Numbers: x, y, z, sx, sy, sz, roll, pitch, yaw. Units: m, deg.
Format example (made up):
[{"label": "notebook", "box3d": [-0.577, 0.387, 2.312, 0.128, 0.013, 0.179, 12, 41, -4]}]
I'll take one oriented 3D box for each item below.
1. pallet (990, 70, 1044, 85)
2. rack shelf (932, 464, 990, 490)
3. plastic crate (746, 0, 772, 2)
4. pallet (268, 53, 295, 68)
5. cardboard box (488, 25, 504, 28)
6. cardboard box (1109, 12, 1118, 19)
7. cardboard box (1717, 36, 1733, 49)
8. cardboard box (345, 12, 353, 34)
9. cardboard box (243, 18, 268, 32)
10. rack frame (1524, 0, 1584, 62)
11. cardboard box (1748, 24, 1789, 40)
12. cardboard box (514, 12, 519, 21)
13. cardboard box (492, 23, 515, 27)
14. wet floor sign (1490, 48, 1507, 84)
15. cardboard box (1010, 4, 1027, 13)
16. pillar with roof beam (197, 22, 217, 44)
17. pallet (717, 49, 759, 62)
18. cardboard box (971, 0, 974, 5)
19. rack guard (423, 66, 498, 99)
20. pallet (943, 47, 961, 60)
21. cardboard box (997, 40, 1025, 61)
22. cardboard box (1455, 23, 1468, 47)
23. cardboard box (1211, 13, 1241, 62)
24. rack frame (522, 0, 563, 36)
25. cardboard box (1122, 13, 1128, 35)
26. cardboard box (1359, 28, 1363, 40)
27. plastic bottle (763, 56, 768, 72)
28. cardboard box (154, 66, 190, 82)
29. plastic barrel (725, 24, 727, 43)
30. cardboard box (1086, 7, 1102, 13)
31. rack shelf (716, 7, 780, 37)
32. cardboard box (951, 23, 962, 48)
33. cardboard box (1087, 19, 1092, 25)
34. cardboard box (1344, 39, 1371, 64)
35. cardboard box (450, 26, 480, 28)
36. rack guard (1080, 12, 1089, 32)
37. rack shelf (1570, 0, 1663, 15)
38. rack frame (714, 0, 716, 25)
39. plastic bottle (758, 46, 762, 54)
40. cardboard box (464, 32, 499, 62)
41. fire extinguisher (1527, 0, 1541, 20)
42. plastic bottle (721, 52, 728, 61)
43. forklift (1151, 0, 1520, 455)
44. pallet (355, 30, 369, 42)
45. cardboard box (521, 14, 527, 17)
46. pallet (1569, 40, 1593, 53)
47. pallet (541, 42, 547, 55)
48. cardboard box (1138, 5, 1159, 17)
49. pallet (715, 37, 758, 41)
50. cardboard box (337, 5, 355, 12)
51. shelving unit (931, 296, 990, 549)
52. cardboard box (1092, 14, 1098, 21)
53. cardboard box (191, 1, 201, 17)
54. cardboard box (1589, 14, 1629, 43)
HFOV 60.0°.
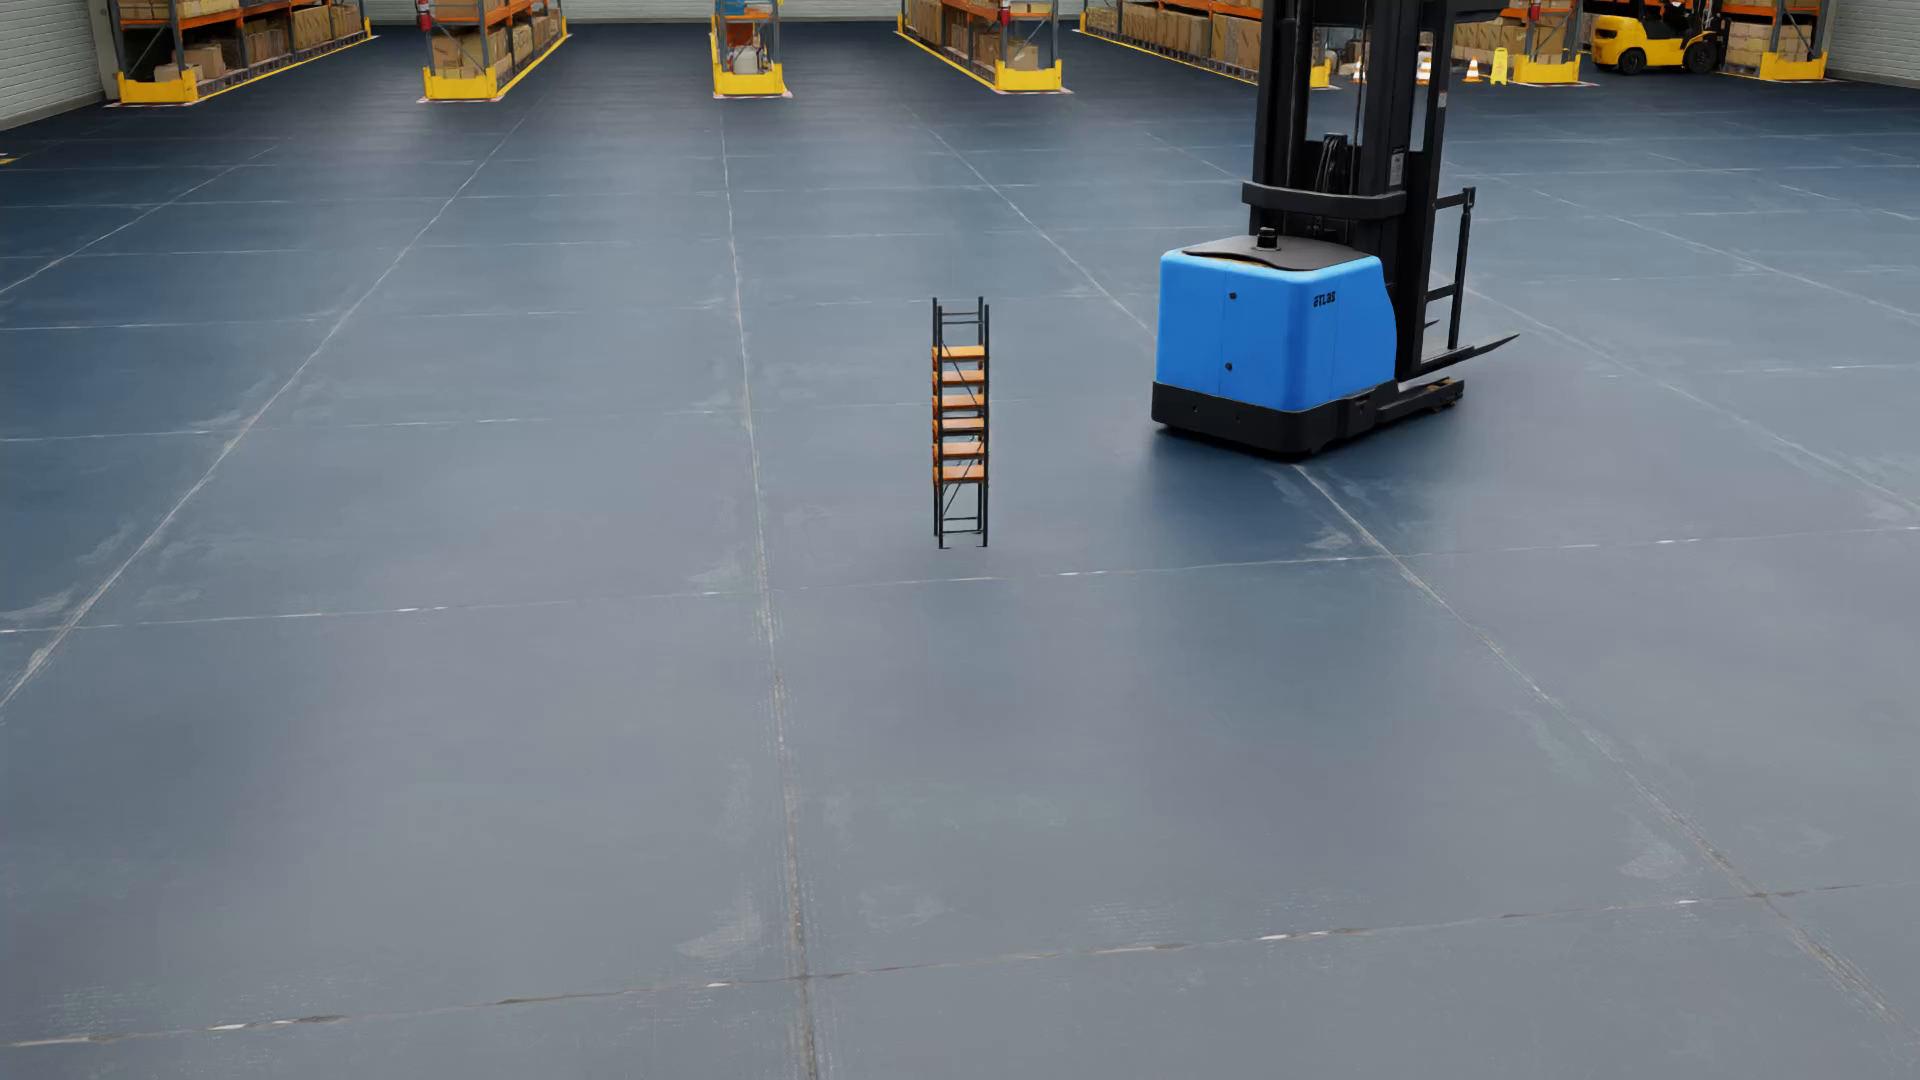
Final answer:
[{"label": "pallet", "box3d": [1.146, -8.526, 30.742, 1.003, 0.211, 1.213, -3, 21, -8]}, {"label": "rack shelf", "box3d": [0.002, -0.291, 8.092, 0.258, 0.103, 0.180, -3, 21, -8]}, {"label": "plastic crate", "box3d": [-3.810, -10.219, 31.502, 0.499, 0.251, 0.616, -3, 21, -8]}, {"label": "pallet", "box3d": [-14.508, -9.966, 34.598, 1.003, 0.211, 1.213, -3, 21, -8]}, {"label": "cardboard box", "box3d": [-9.932, -10.770, 35.292, 0.500, 0.311, 0.500, -2, 21, -6]}, {"label": "cardboard box", "box3d": [4.004, -13.315, 42.203, 0.380, 0.149, 0.250, -3, 21, -8]}, {"label": "cardboard box", "box3d": [15.421, -9.922, 33.109, 0.500, 0.250, 0.500, -3, 21, -9]}, {"label": "cardboard box", "box3d": [-15.427, -12.754, 41.050, 0.700, 0.500, 0.500, -4, 21, -10]}, {"label": "cardboard box", "box3d": [-14.443, -10.482, 33.867, 0.500, 0.250, 0.500, -3, 21, -7]}, {"label": "rack frame", "box3d": [11.046, -10.023, 30.764, 1.000, 3.000, 0.127, -3, 21, -8]}, {"label": "cardboard box", "box3d": [15.582, -9.795, 32.055, 0.500, 0.250, 0.500, -2, 21, -6]}, {"label": "cardboard box", "box3d": [-10.248, -11.866, 37.571, 0.500, 0.250, 0.500, -3, 21, -9]}, {"label": "cardboard box", "box3d": [-10.084, -11.141, 36.703, 0.500, 0.500, 0.500, -2, 21, -6]}, {"label": "wet floor sign", "box3d": [10.014, -8.800, 30.855, 0.267, 0.644, 0.232, 4, 21, 11]}, {"label": "cardboard box", "box3d": [0.994, -9.493, 29.706, 0.380, 0.149, 0.250, -3, 21, -8]}, {"label": "pillar with roof beam", "box3d": [-11.027, -14.077, 33.045, 9.100, 9.000, 0.400, -3, 21, -8]}, {"label": "pallet", "box3d": [-4.742, -10.466, 35.937, 1.003, 0.211, 1.213, -3, 21, -8]}, {"label": "cardboard box", "box3d": [0.419, -10.613, 32.704, 0.380, 0.149, 0.250, -3, 21, -8]}, {"label": "rack guard", "box3d": [-8.561, -7.845, 28.507, 1.175, 0.500, 0.348, -3, 21, -8]}, {"label": "pallet", "box3d": [0.197, -10.716, 36.605, 1.003, 0.211, 1.213, -3, 21, -8]}, {"label": "cardboard box", "box3d": [0.974, -9.189, 31.503, 0.500, 0.500, 0.500, -1, 21, -3]}, {"label": "cardboard box", "box3d": [10.376, -10.265, 33.670, 0.500, 0.500, 0.500, -2, 21, -6]}, {"label": "cardboard box", "box3d": [5.607, -10.103, 33.416, 0.875, 0.875, 0.875, -3, 21, -7]}, {"label": "rack frame", "box3d": [-10.871, -14.564, 42.924, 1.000, 3.000, 0.127, -3, 21, -8]}, {"label": "cardboard box", "box3d": [4.276, -12.649, 40.769, 0.500, 0.500, 0.500, -2, 21, -6]}, {"label": "cardboard box", "box3d": [9.875, -12.237, 39.130, 0.875, 0.875, 0.875, -3, 21, -8]}, {"label": "plastic bottle", "box3d": [-3.615, -8.844, 30.880, 0.097, 0.271, 0.097, 0, 20, 0]}, {"label": "cardboard box", "box3d": [-13.476, -7.964, 28.466, 0.500, 0.311, 0.500, -5, 21, -14]}, {"label": "plastic barrel", "box3d": [-5.065, -11.670, 38.020, 0.600, 0.588, 0.708, -3, 21, -8]}, {"label": "cardboard box", "box3d": [3.595, -14.219, 44.624, 0.380, 0.149, 0.250, -4, 21, -10]}, {"label": "rack shelf", "box3d": [-3.950, -9.629, 30.737, 1.077, 0.370, 4.000, -3, 21, -8]}, {"label": "cardboard box", "box3d": [0.202, -11.097, 36.584, 0.700, 0.500, 0.500, -4, 21, -11]}, {"label": "cardboard box", "box3d": [3.614, -13.941, 44.730, 0.380, 0.149, 0.250, -2, 21, -7]}, {"label": "cardboard box", "box3d": [8.144, -9.721, 33.329, 0.797, 0.637, 0.503, -3, 21, -8]}, {"label": "cardboard box", "box3d": [-9.384, -9.493, 31.604, 0.500, 0.500, 0.500, -3, 21, -8]}, {"label": "rack guard", "box3d": [3.867, -14.080, 45.201, 1.175, 0.500, 0.348, -3, 21, -8]}, {"label": "rack shelf", "box3d": [15.092, -12.015, 37.126, 1.077, 0.370, 4.000, -3, 21, -8]}, {"label": "rack frame", "box3d": [-5.968, -14.813, 43.589, 1.000, 3.000, 0.127, -3, 21, -8]}, {"label": "plastic bottle", "box3d": [-3.833, -9.348, 32.115, 0.144, 0.351, 0.185, -4, 21, -10]}, {"label": "cardboard box", "box3d": [-8.580, -8.827, 29.820, 0.500, 0.500, 0.500, -3, 21, -8]}, {"label": "fire extinguisher", "box3d": [10.606, -9.924, 30.609, 0.296, 0.674, 0.183, -3, 21, -8]}, {"label": "plastic bottle", "box3d": [-4.418, -9.046, 31.306, 0.144, 0.351, 0.185, -2, 21, -6]}, {"label": "forklift", "box3d": [2.534, -2.283, 10.139, 1.130, 2.935, 3.031, 19, 28, 41]}, {"label": "pallet", "box3d": [-15.579, -12.734, 42.008, 1.003, 0.211, 1.213, -3, 21, -8]}, {"label": "cardboard box", "box3d": [-10.657, -12.397, 40.066, 0.500, 0.500, 0.500, -3, 21, -8]}, {"label": "pallet", "box3d": [14.884, -11.451, 38.573, 1.003, 0.211, 1.213, -3, 21, -8]}, {"label": "pallet", "box3d": [-9.960, -11.170, 37.821, 1.003, 0.211, 1.213, -3, 21, -8]}, {"label": "cardboard box", "box3d": [4.510, -12.460, 39.189, 0.500, 0.250, 0.500, -2, 21, -6]}, {"label": "pallet", "box3d": [-5.322, -11.852, 39.648, 1.003, 0.211, 1.213, -3, 21, -8]}, {"label": "cardboard box", "box3d": [-15.336, -13.282, 41.535, 0.380, 0.149, 0.250, -2, 21, -6]}, {"label": "shelving unit", "box3d": [0.002, -0.557, 7.993, 0.258, 1.200, 0.189, -3, 21, -8]}, {"label": "cardboard box", "box3d": [3.713, -13.812, 43.958, 0.380, 0.149, 0.250, -2, 21, -6]}, {"label": "cardboard box", "box3d": [-13.311, -9.077, 28.416, 0.500, 0.250, 0.500, -4, 21, -9]}, {"label": "cardboard box", "box3d": [14.982, -11.686, 38.011, 0.875, 0.625, 0.625, -2, 21, -6]}]
